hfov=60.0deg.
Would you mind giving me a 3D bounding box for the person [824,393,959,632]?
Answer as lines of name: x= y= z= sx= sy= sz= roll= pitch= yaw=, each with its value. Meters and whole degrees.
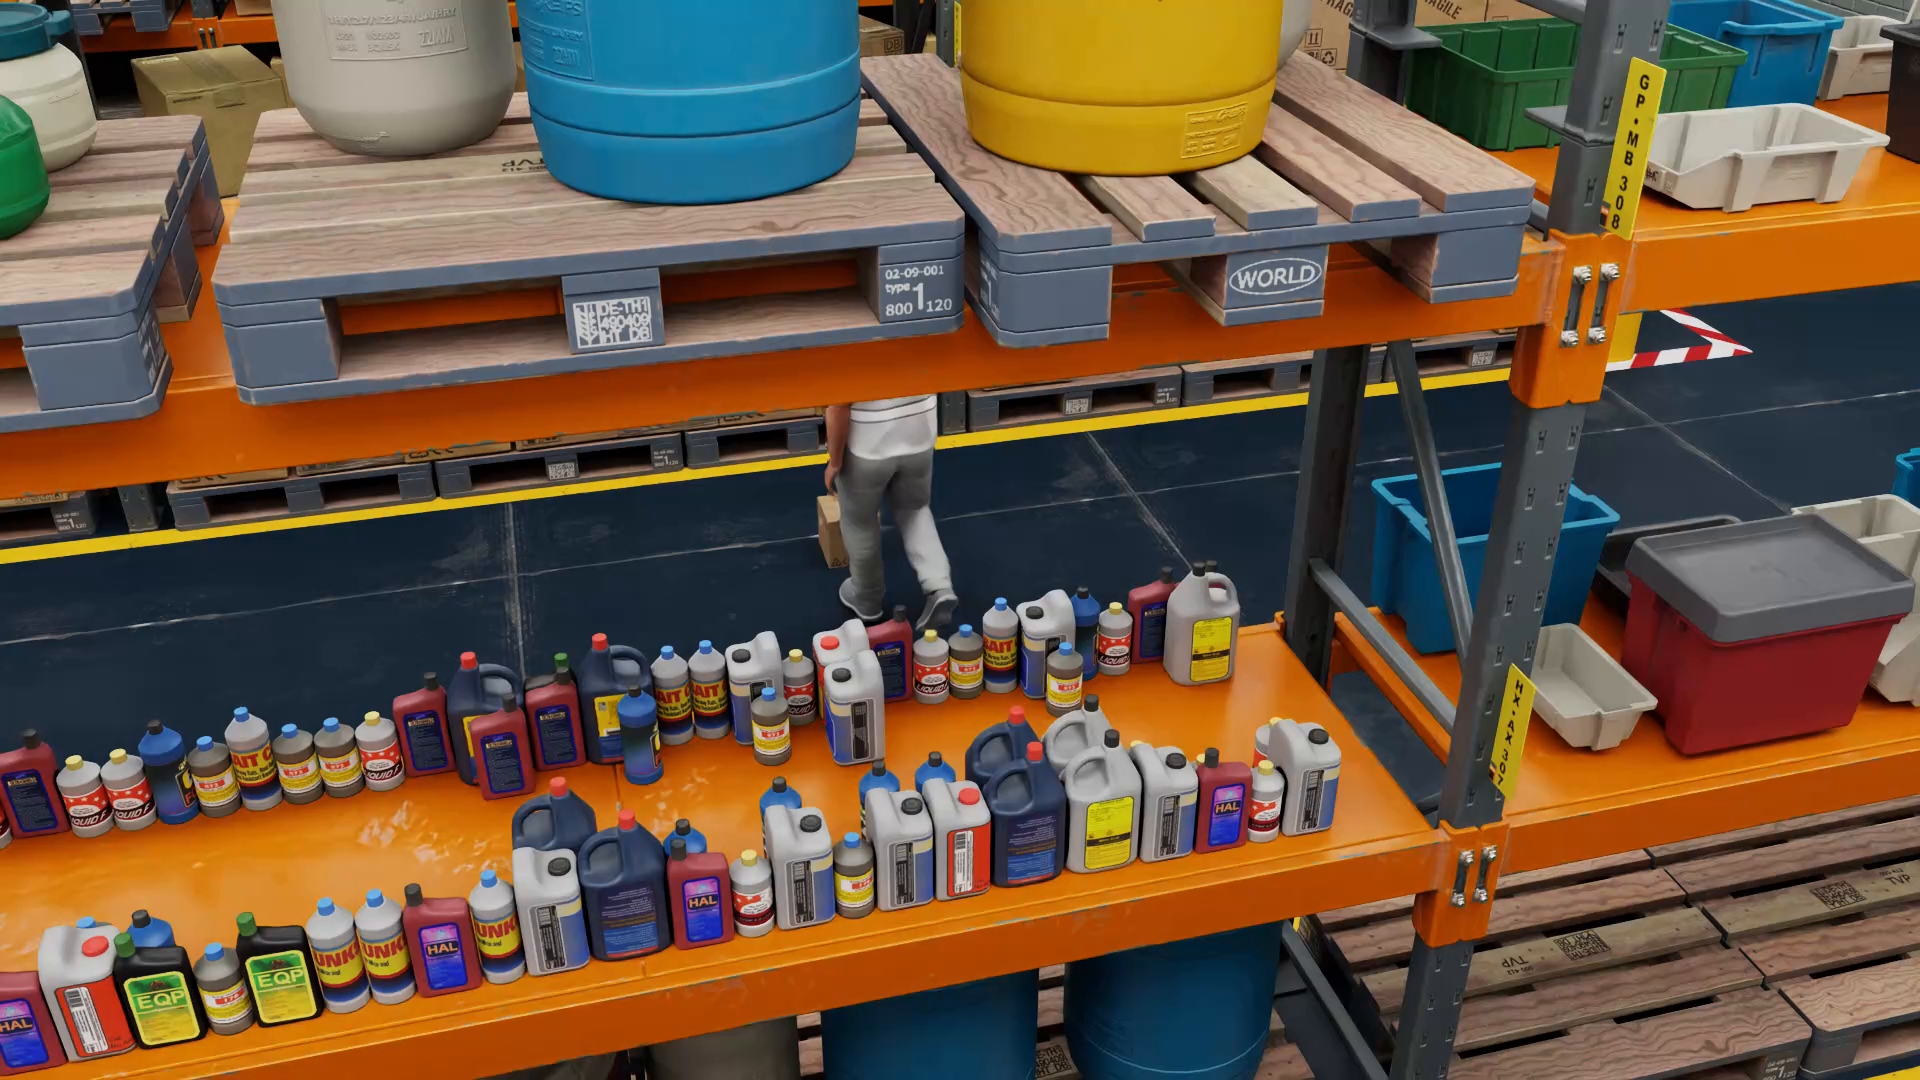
person: x=-0.301 y=-0.387 z=6.773 sx=0.548 sy=1.735 sz=0.725 roll=-16 pitch=34 yaw=-25
